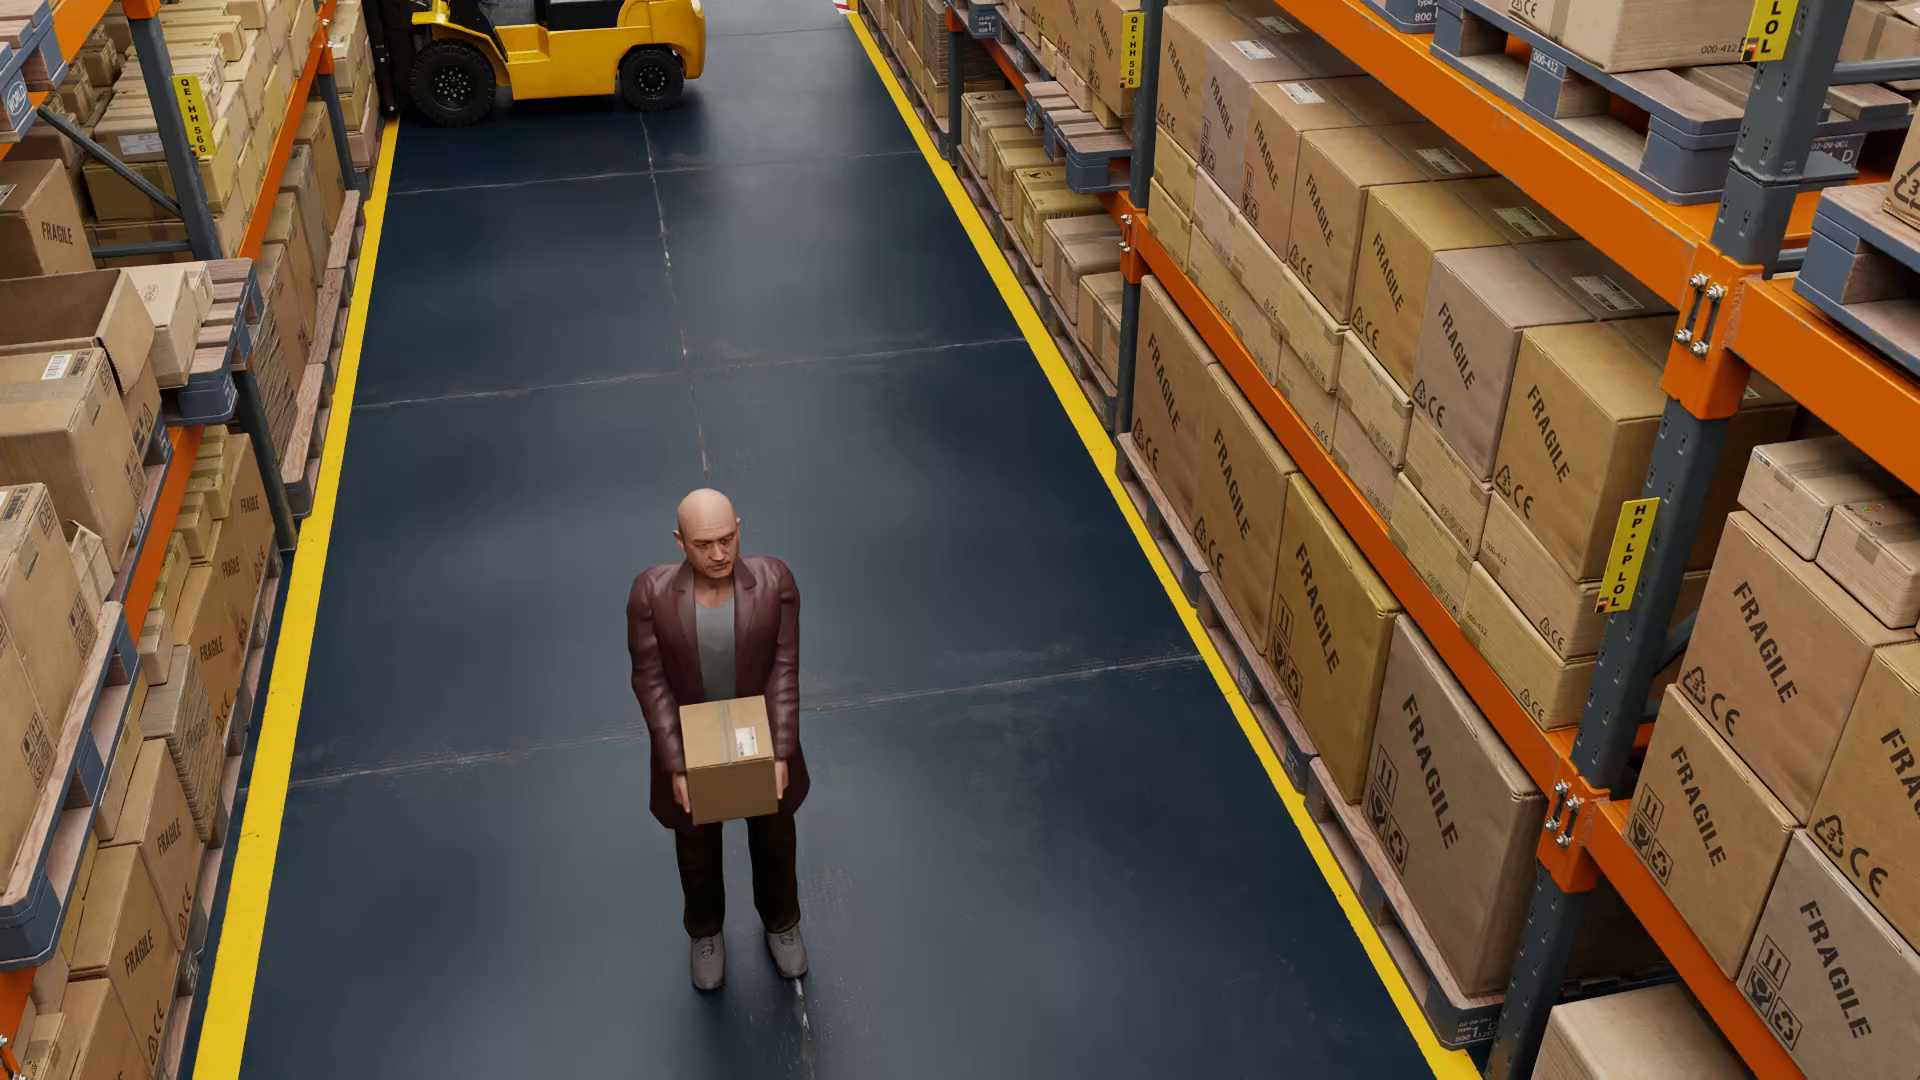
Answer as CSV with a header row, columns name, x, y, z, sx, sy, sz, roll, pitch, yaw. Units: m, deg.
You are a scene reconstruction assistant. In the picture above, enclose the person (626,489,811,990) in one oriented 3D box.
name,x,y,z,sx,sy,sz,roll,pitch,yaw
person,-0.710,0.693,5.129,0.526,1.776,0.545,-7,34,-10
